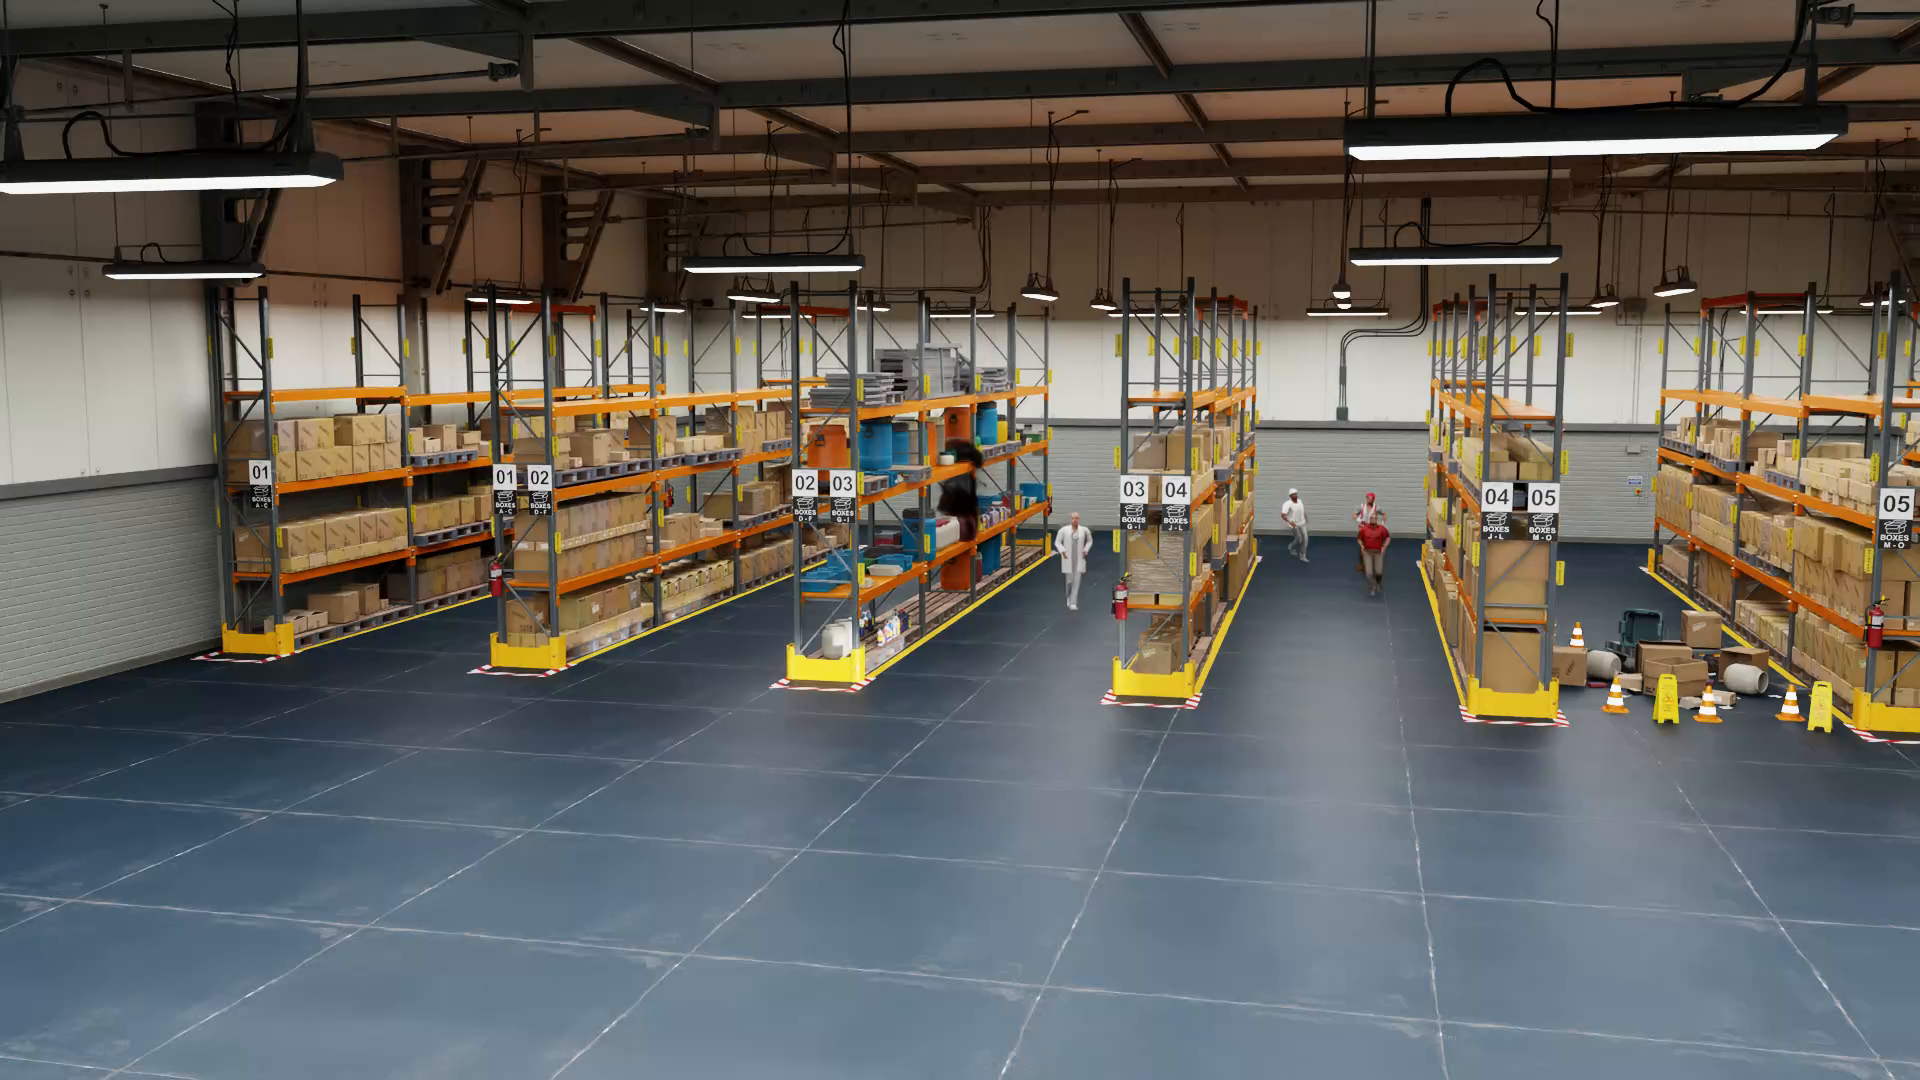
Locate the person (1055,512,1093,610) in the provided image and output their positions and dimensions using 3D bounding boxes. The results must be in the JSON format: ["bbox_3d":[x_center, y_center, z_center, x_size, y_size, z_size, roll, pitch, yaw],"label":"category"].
[{"bbox_3d":[2.072,0.375,30.189,0.702,1.756,0.744,0,7,0],"label":"person"}]

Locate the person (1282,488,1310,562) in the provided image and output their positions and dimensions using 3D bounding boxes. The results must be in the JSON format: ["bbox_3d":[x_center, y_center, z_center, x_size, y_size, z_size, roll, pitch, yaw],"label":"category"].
[{"bbox_3d":[7.957,-0.355,39.341,0.739,1.736,0.649,-4,8,-29],"label":"person"}]

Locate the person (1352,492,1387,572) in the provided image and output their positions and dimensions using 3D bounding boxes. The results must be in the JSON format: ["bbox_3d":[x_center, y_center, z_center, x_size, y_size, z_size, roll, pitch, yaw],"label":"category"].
[{"bbox_3d":[9.235,-0.186,37.636,0.712,1.805,0.746,3,7,28],"label":"person"}]

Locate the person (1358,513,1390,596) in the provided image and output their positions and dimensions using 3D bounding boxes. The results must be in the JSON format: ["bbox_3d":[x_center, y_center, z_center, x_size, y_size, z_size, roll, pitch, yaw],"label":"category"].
[{"bbox_3d":[8.371,0.338,33.689,0.640,1.600,0.596,2,7,17],"label":"person"}]
